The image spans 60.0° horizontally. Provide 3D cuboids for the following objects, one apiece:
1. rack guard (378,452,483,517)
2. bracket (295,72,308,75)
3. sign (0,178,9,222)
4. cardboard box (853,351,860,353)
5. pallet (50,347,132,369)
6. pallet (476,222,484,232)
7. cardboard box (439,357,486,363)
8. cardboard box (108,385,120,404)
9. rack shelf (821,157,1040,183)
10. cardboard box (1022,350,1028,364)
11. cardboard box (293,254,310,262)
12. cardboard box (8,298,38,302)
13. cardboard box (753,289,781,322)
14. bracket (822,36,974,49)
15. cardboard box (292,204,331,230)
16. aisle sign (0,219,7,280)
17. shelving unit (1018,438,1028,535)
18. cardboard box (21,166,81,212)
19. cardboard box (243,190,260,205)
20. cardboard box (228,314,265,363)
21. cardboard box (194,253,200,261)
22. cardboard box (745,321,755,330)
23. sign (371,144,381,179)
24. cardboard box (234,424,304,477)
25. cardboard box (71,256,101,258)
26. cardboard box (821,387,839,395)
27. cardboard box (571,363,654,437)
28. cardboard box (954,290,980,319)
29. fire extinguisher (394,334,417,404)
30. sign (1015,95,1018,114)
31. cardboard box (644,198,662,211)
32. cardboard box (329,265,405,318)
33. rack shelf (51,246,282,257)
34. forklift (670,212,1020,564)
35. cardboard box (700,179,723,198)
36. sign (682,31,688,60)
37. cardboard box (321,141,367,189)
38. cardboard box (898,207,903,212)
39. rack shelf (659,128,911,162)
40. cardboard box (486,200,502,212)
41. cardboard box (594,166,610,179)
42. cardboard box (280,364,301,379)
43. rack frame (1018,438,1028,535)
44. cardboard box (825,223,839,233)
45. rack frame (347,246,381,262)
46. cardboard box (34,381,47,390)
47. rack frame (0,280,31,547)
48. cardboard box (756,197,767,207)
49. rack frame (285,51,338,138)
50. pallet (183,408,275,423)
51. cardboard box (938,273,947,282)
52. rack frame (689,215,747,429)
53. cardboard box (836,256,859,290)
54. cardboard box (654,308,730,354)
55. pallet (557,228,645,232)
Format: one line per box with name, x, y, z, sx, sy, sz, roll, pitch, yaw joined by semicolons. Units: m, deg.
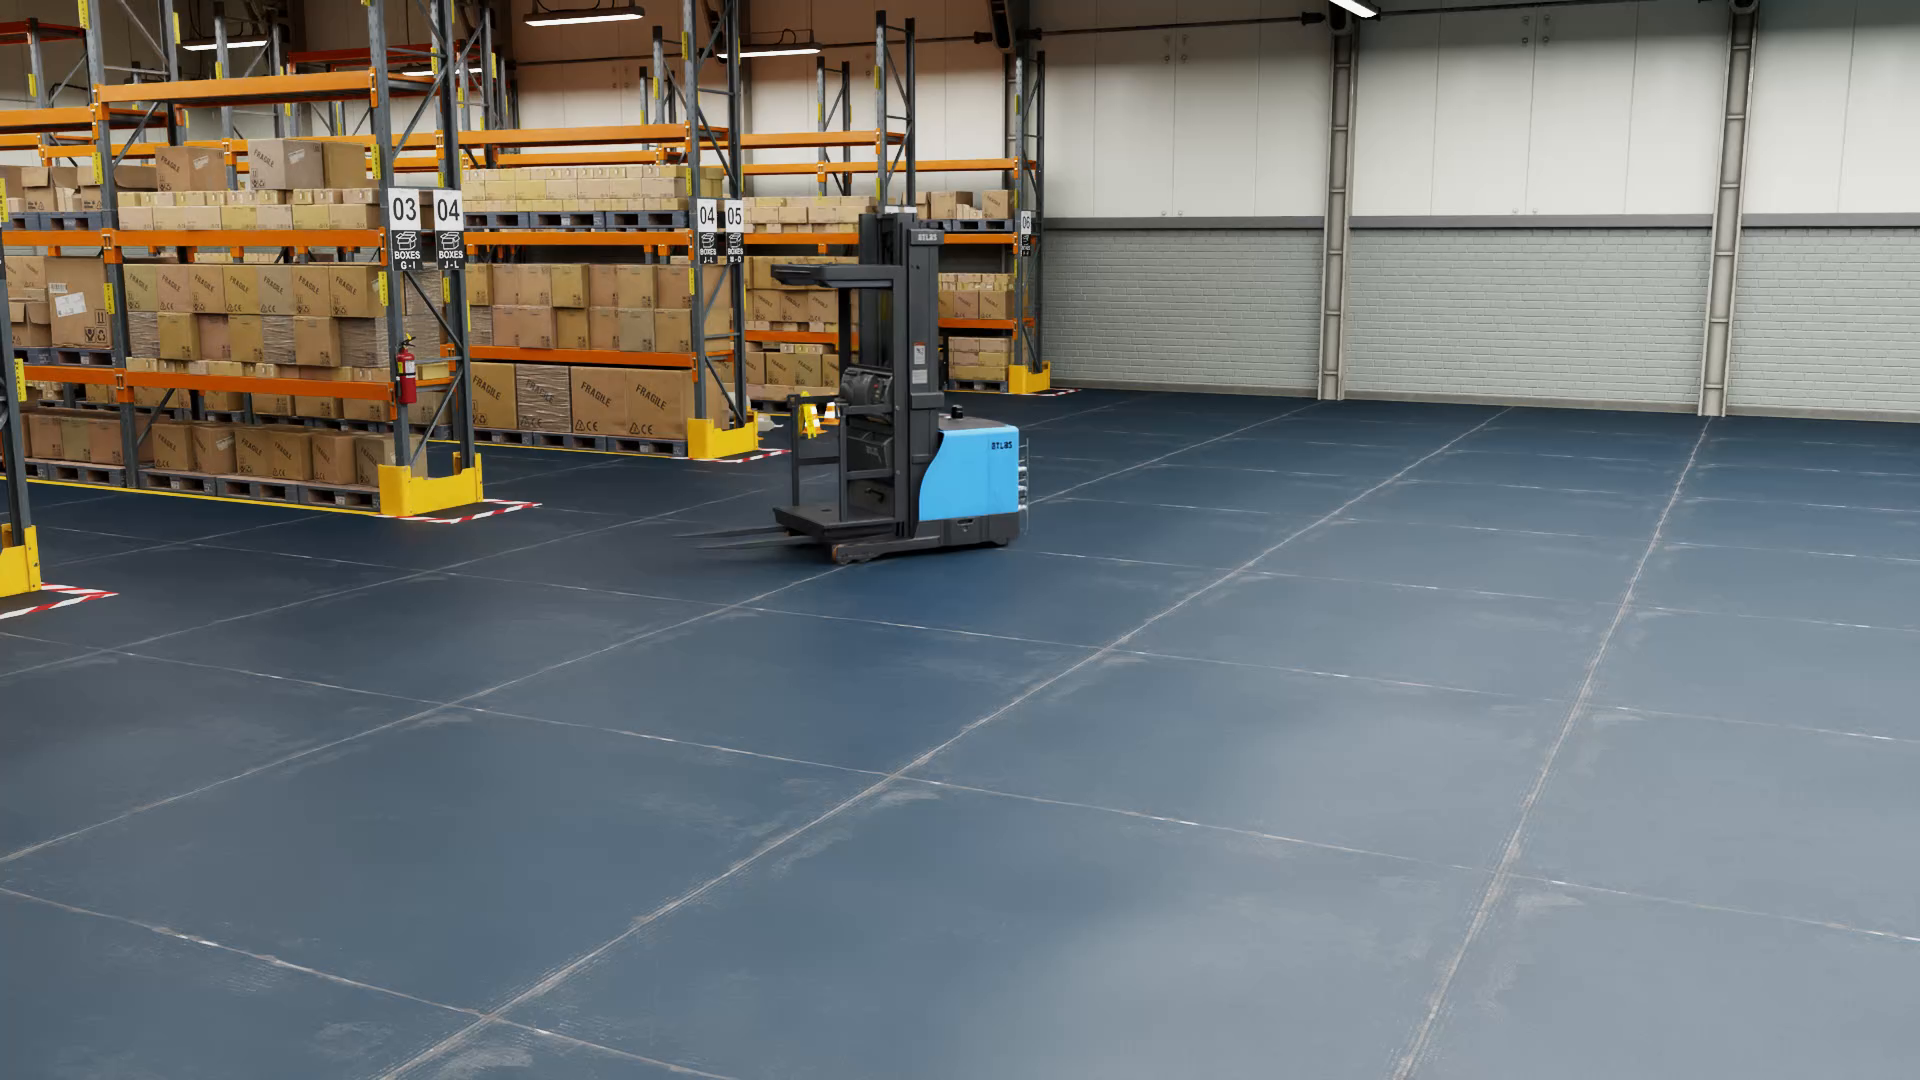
rack guard;-5.408;-0.580;17.030;0.348;0.500;1.175;5;11;26
bracket;-14.915;-10.431;37.488;0.430;0.232;0.235;5;11;26
sign;-7.284;-2.581;12.620;0.005;0.325;0.100;5;11;26
cardboard box;-1.578;-2.719;26.265;0.500;0.500;0.500;5;11;24
pallet;-9.548;-2.108;18.994;1.213;0.211;1.003;5;11;26
pallet;-8.730;-5.442;28.986;1.003;0.211;1.213;6;12;28
cardboard box;-8.712;-3.246;29.529;0.875;0.875;0.875;5;11;25
cardboard box;-12.796;-2.368;25.733;0.500;0.500;0.500;6;12;28
rack shelf;-0.556;-6.738;30.338;4.000;0.370;1.077;5;11;26
cardboard box;0.908;-3.349;30.452;0.500;0.250;0.500;5;12;27
cardboard box;-12.133;-5.166;30.442;0.250;0.149;0.380;5;11;25
cardboard box;-11.467;-2.626;19.857;0.500;0.500;0.700;7;12;34
cardboard box;-2.904;-3.704;26.158;0.500;0.500;0.500;5;11;26
bracket;-1.828;-9.281;31.134;4.783;0.066;0.076;5;11;26
cardboard box;-6.334;-3.242;16.721;0.500;0.250;0.500;5;11;26
aisle sign;-7.337;-2.333;12.400;0.004;0.787;0.394;5;11;26
shelving unit;0.479;-0.489;15.404;0.210;0.900;0.258;6;12;31
cardboard box;-10.150;-3.980;18.904;0.637;0.503;0.797;6;12;28
cardboard box;-7.116;-3.507;17.064;0.250;0.149;0.380;4;11;23
cardboard box;-7.195;-2.155;17.599;0.500;0.500;0.875;5;11;26
cardboard box;-14.415;-5.370;31.567;0.250;0.149;0.380;5;11;24
cardboard box;-3.259;-3.400;26.298;0.250;0.149;0.380;5;11;26
sign;-5.604;-3.629;15.948;0.005;0.325;0.100;5;11;26
cardboard box;-7.478;-0.978;18.048;0.500;0.500;0.500;4;11;21
cardboard box;-14.113;-4.296;26.619;0.500;0.500;0.500;5;12;27
cardboard box;-1.821;-2.263;25.852;0.500;0.250;0.500;5;11;26
cardboard box;-4.482;-1.861;21.878;0.875;0.875;0.875;5;11;25
cardboard box;0.219;-4.268;30.109;0.500;0.500;0.500;5;12;28
fire extinguisher;-5.441;-1.683;16.325;0.183;0.674;0.296;5;11;26
sign;0.985;-7.545;28.804;0.005;0.325;0.100;5;11;26
cardboard box;-3.728;-4.188;20.773;0.250;0.149;0.380;5;11;26
cardboard box;-5.943;-2.495;16.672;0.500;0.500;0.500;5;11;26
rack shelf;-12.023;-4.498;25.258;4.000;0.370;1.077;5;11;26
forklift;-0.999;-1.342;14.414;3.031;2.935;1.130;-6;12;-29
cardboard box;-3.374;-4.472;21.218;0.500;0.250;0.500;5;11;26
sign;-3.308;-5.953;20.010;0.005;0.325;0.100;5;11;26
cardboard box;-6.552;-3.882;17.312;0.500;0.500;0.500;5;11;26
cardboard box;-1.153;-5.995;30.427;0.258;0.266;0.396;5;11;24
rack shelf;-2.749;-6.141;25.921;4.000;0.370;1.077;5;11;26
cardboard box;-6.010;-4.389;21.879;0.250;0.149;0.380;5;11;26
cardboard box;-4.416;-4.641;21.036;0.250;0.149;0.380;5;11;26
cardboard box;-6.815;-1.766;17.269;0.250;0.149;0.380;5;11;26
rack frame;0.565;-0.479;15.351;0.006;0.900;0.240;6;12;31
cardboard box;-1.860;-4.763;25.409;0.250;0.149;0.380;5;12;28
rack frame;-13.111;-5.440;36.868;0.127;3.000;1.000;5;11;26
cardboard box;-14.487;-2.477;26.486;0.250;0.149;0.380;4;11;23
rack frame;-7.532;-1.013;12.404;0.127;3.000;1.000;5;11;26
cardboard box;-2.973;-5.260;25.916;0.250;0.149;0.380;5;12;27
rack frame;-11.716;-7.284;30.210;0.127;3.000;1.000;5;11;26
pallet;-10.929;-1.908;25.181;1.213;0.211;1.003;5;11;26
cardboard box;-0.366;-4.774;30.246;0.250;0.149;0.380;5;12;27
rack frame;-3.055;-2.588;21.108;0.127;3.000;1.000;5;11;26
cardboard box;-1.510;-4.080;25.425;0.500;0.500;0.700;5;11;24
cardboard box;-3.408;-2.684;21.216;0.550;0.550;0.875;5;11;26
pallet;-5.980;-5.232;27.823;1.003;0.211;1.213;5;11;26
